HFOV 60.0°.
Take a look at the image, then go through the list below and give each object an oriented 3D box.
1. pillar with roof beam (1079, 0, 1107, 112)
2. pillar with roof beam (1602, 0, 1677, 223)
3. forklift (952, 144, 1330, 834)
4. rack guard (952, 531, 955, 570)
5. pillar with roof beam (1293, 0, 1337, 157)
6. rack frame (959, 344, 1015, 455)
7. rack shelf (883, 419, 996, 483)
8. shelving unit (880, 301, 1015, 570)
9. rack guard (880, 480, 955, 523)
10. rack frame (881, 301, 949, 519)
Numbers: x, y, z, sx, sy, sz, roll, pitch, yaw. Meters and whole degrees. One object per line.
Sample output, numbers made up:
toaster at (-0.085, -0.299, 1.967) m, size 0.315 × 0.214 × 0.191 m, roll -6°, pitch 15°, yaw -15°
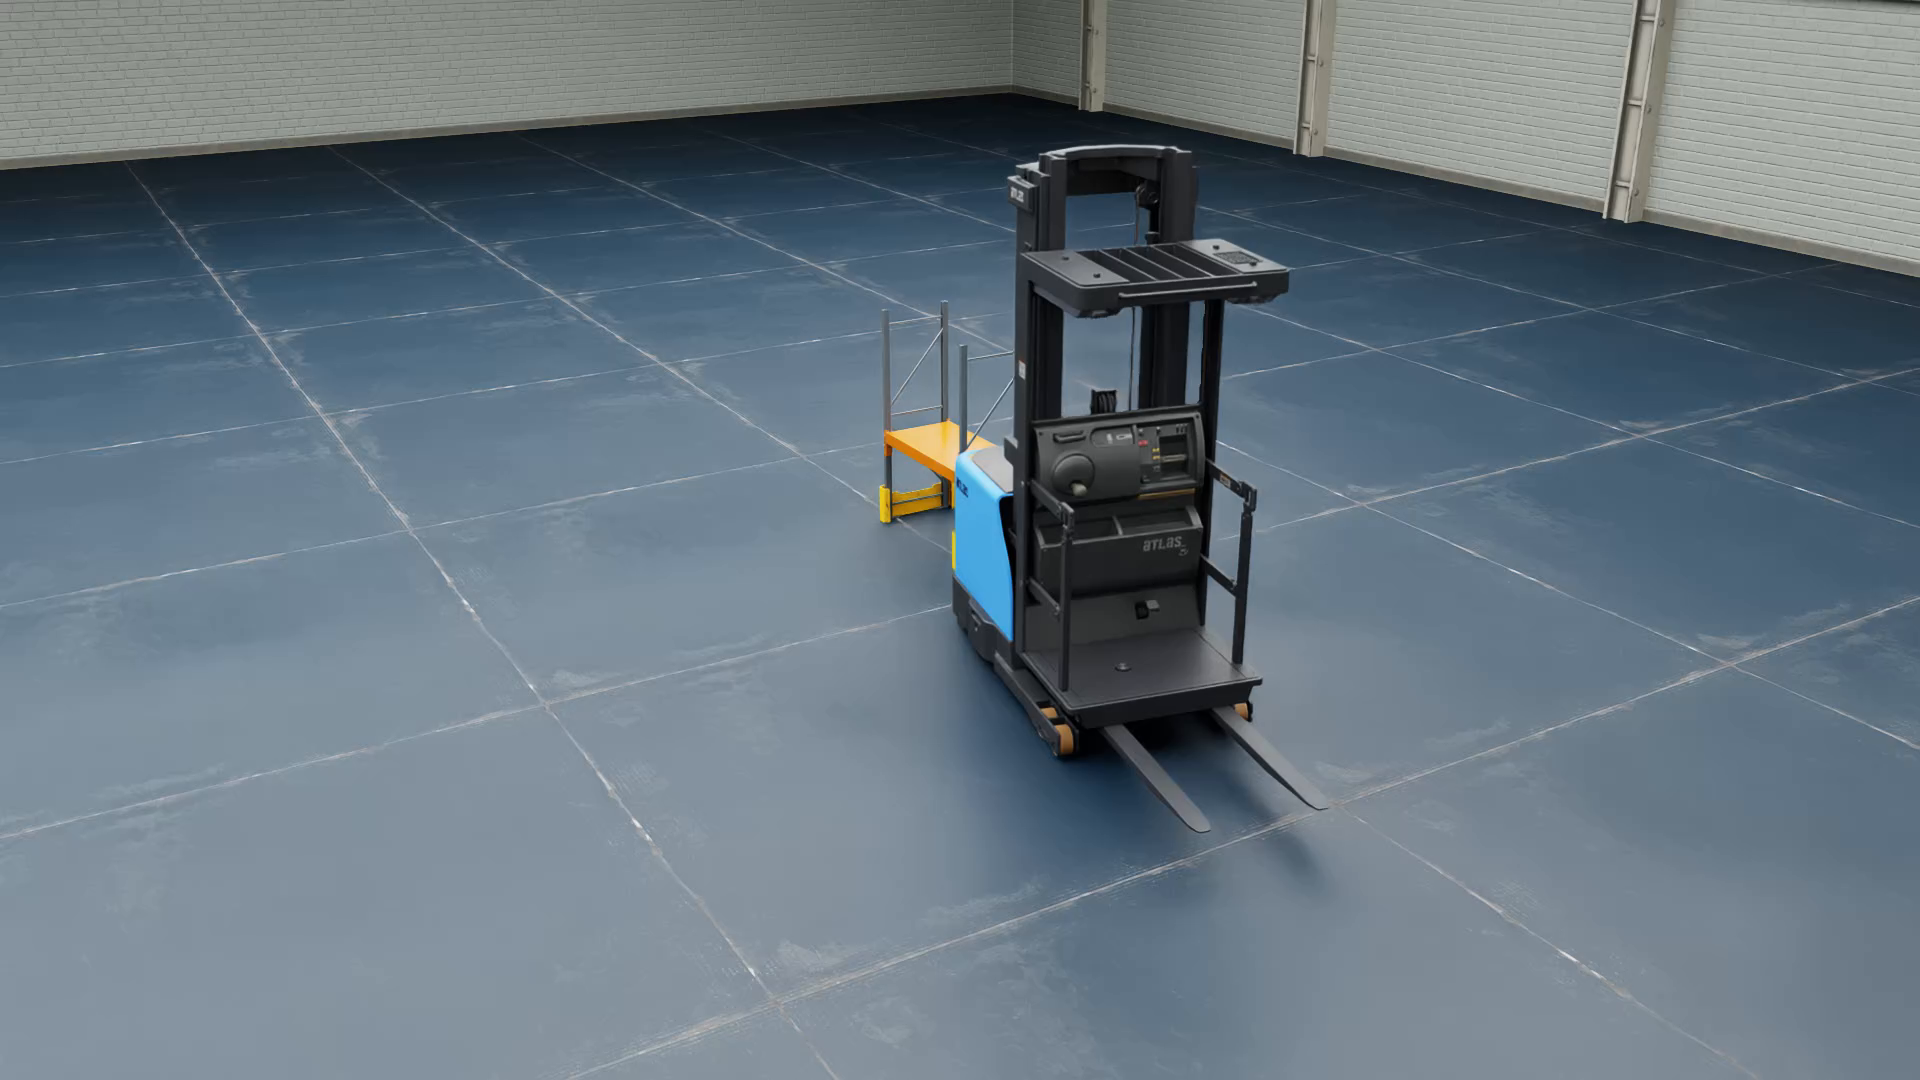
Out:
pillar with roof beam at (-1.250, -11.379, 27.357) m, size 9.100 × 9.000 × 0.400 m, roll -13°, pitch 25°, yaw -28°
pillar with roof beam at (4.880, -7.495, 17.800) m, size 9.100 × 9.000 × 0.400 m, roll -13°, pitch 25°, yaw -28°
forklift at (0.907, -0.415, 8.439) m, size 1.130 × 2.935 × 3.031 m, roll -7°, pitch 23°, yaw -17°
rack guard at (0.215, 0.021, 10.928) m, size 0.587 × 0.250 × 0.087 m, roll -13°, pitch 25°, yaw -28°
pillar with roof beam at (1.815, -9.437, 22.579) m, size 9.100 × 9.000 × 0.400 m, roll -13°, pitch 25°, yaw -28°
rack frame at (0.216, -0.558, 10.692) m, size 0.500 × 1.500 × 0.032 m, roll -13°, pitch 25°, yaw -28°
rack shelf at (-0.044, -0.556, 11.165) m, size 0.538 × 0.185 × 1.000 m, roll -13°, pitch 25°, yaw -28°
shelving unit at (-0.039, -0.719, 11.090) m, size 0.587 × 1.500 × 1.083 m, roll -13°, pitch 25°, yaw -28°
rack guard at (-0.293, -0.302, 11.722) m, size 0.587 × 0.250 × 0.087 m, roll -13°, pitch 25°, yaw -28°
rack frame at (-0.303, -0.887, 11.502) m, size 0.500 × 1.500 × 0.032 m, roll -13°, pitch 25°, yaw -28°
